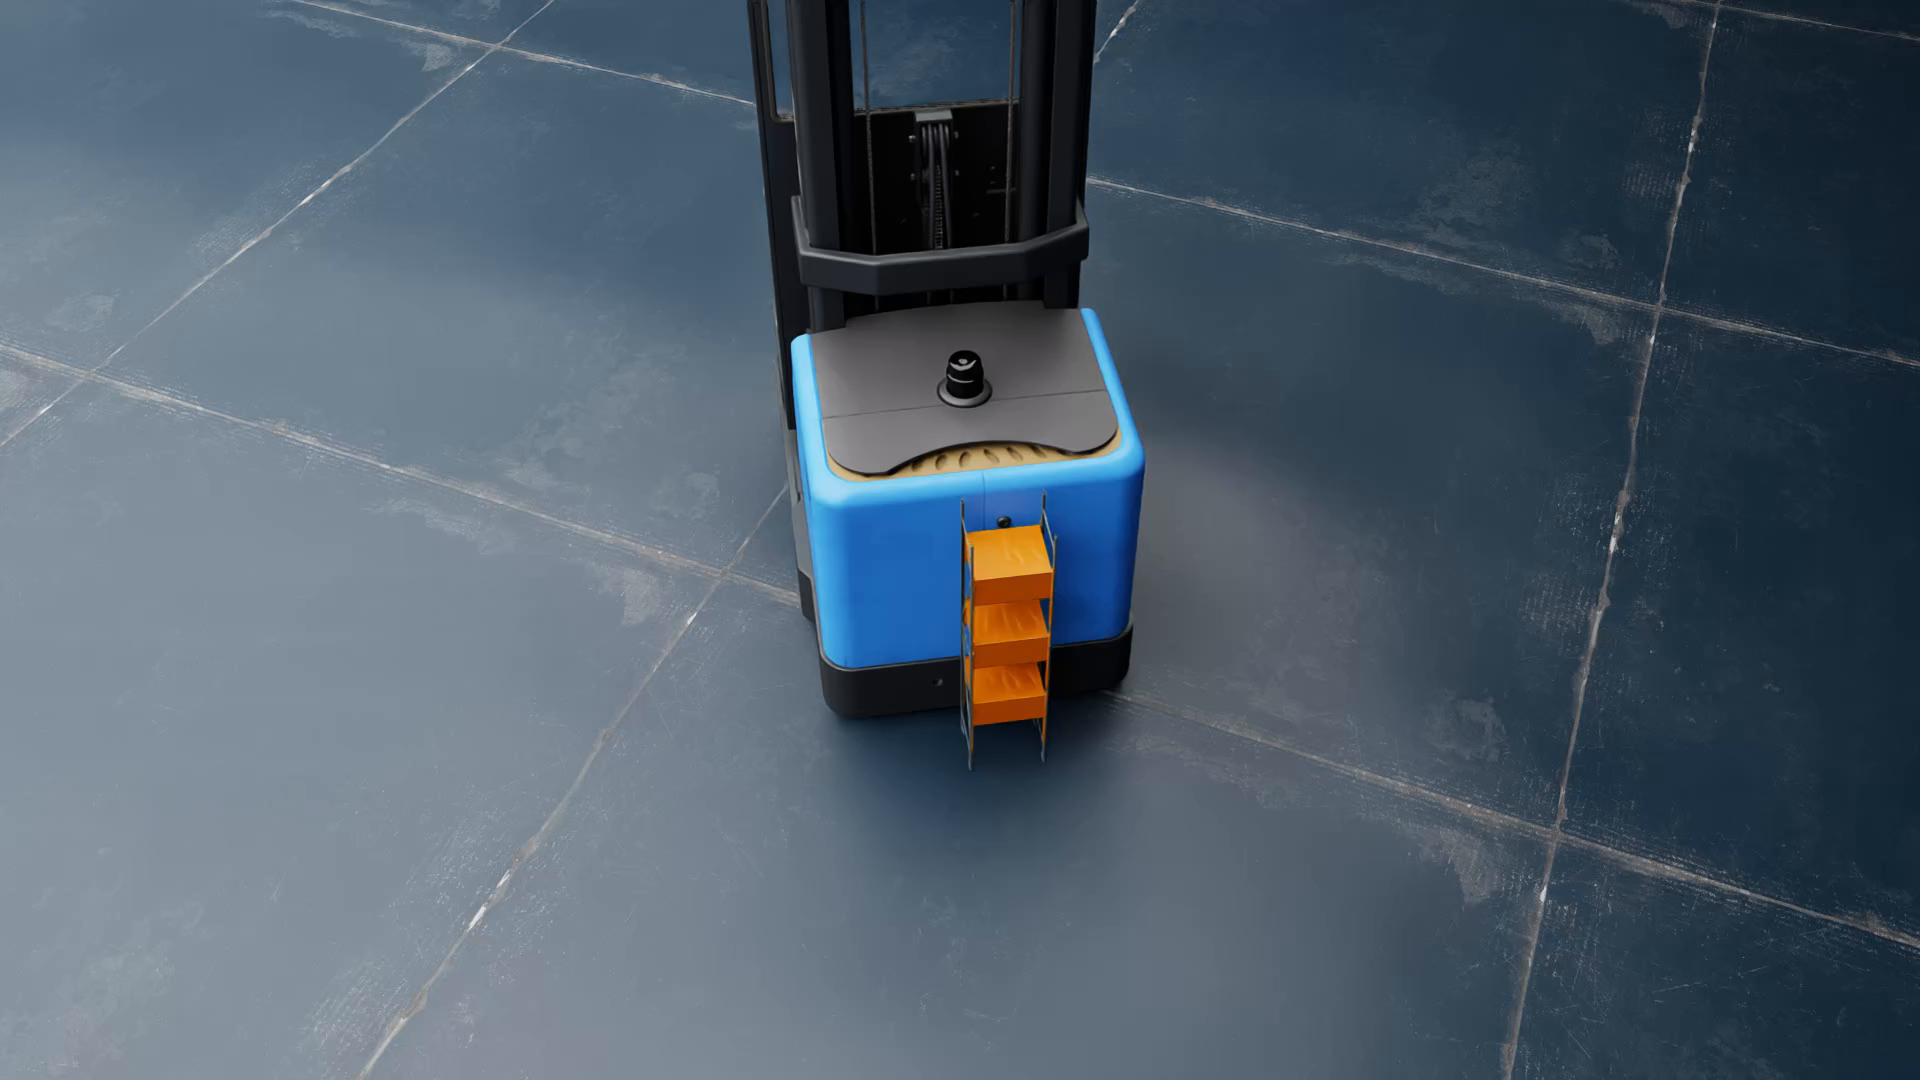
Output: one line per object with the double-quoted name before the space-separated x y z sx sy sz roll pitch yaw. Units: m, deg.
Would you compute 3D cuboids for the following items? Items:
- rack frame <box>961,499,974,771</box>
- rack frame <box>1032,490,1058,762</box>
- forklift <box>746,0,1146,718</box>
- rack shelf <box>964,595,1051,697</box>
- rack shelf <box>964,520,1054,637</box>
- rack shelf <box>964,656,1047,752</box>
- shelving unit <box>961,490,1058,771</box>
"rack frame" 0.021 0.321 5.183 0.008 1.050 0.200 -6 45 -6
"rack frame" 0.262 0.295 5.209 0.008 1.050 0.200 -6 45 -6
"forklift" -0.155 -1.495 5.675 1.130 2.935 3.031 -6 45 -6
"rack shelf" 0.142 0.316 5.203 0.240 0.259 0.215 -6 45 -6
"rack shelf" 0.142 0.115 5.003 0.240 0.259 0.215 -6 45 -6
"rack shelf" 0.142 0.513 5.399 0.240 0.259 0.215 -6 45 -6
"shelving unit" 0.142 0.308 5.196 0.252 1.050 0.215 -6 45 -6
